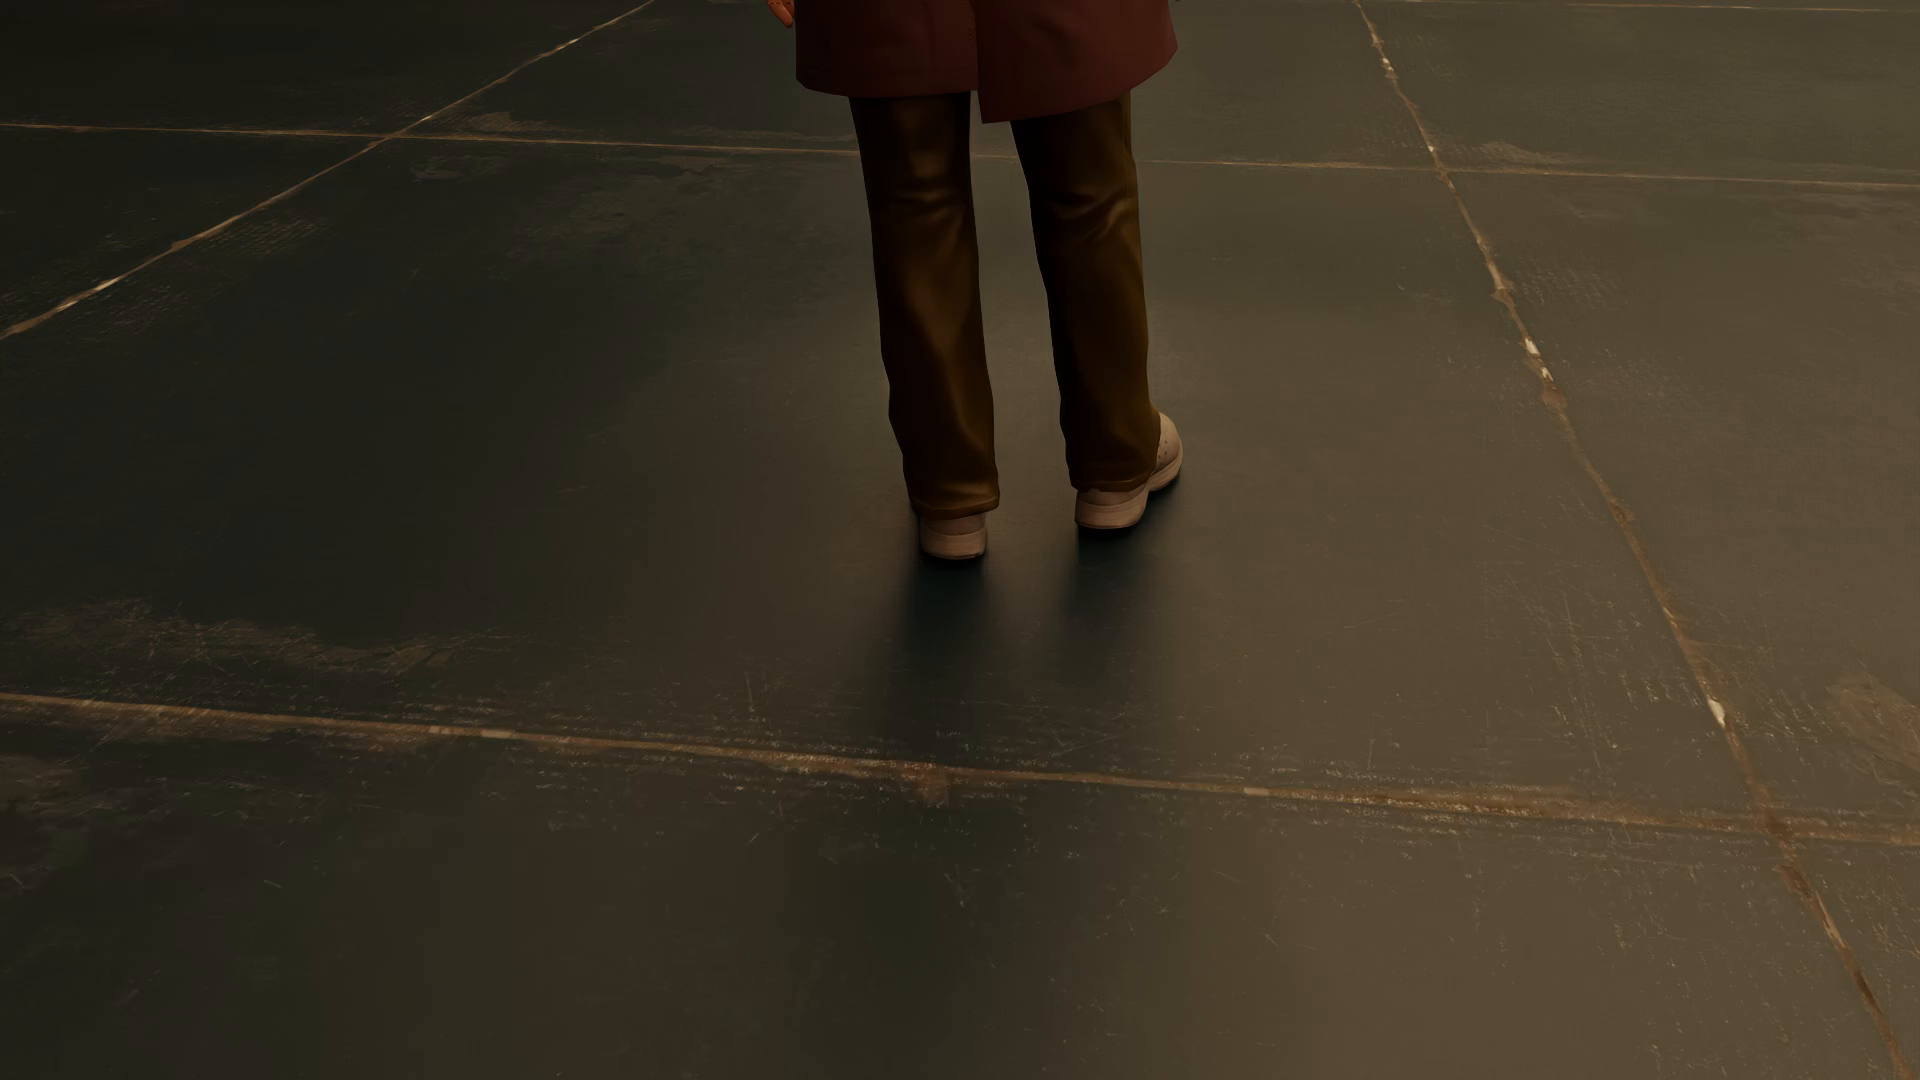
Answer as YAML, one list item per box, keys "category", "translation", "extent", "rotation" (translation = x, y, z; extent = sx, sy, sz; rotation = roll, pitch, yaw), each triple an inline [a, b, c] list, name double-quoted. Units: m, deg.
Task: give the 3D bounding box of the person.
- category: "person"
  translation: [0.016, -0.842, 2.181]
  extent: [0.696, 1.778, 0.579]
  rotation: [3, 27, 7]
